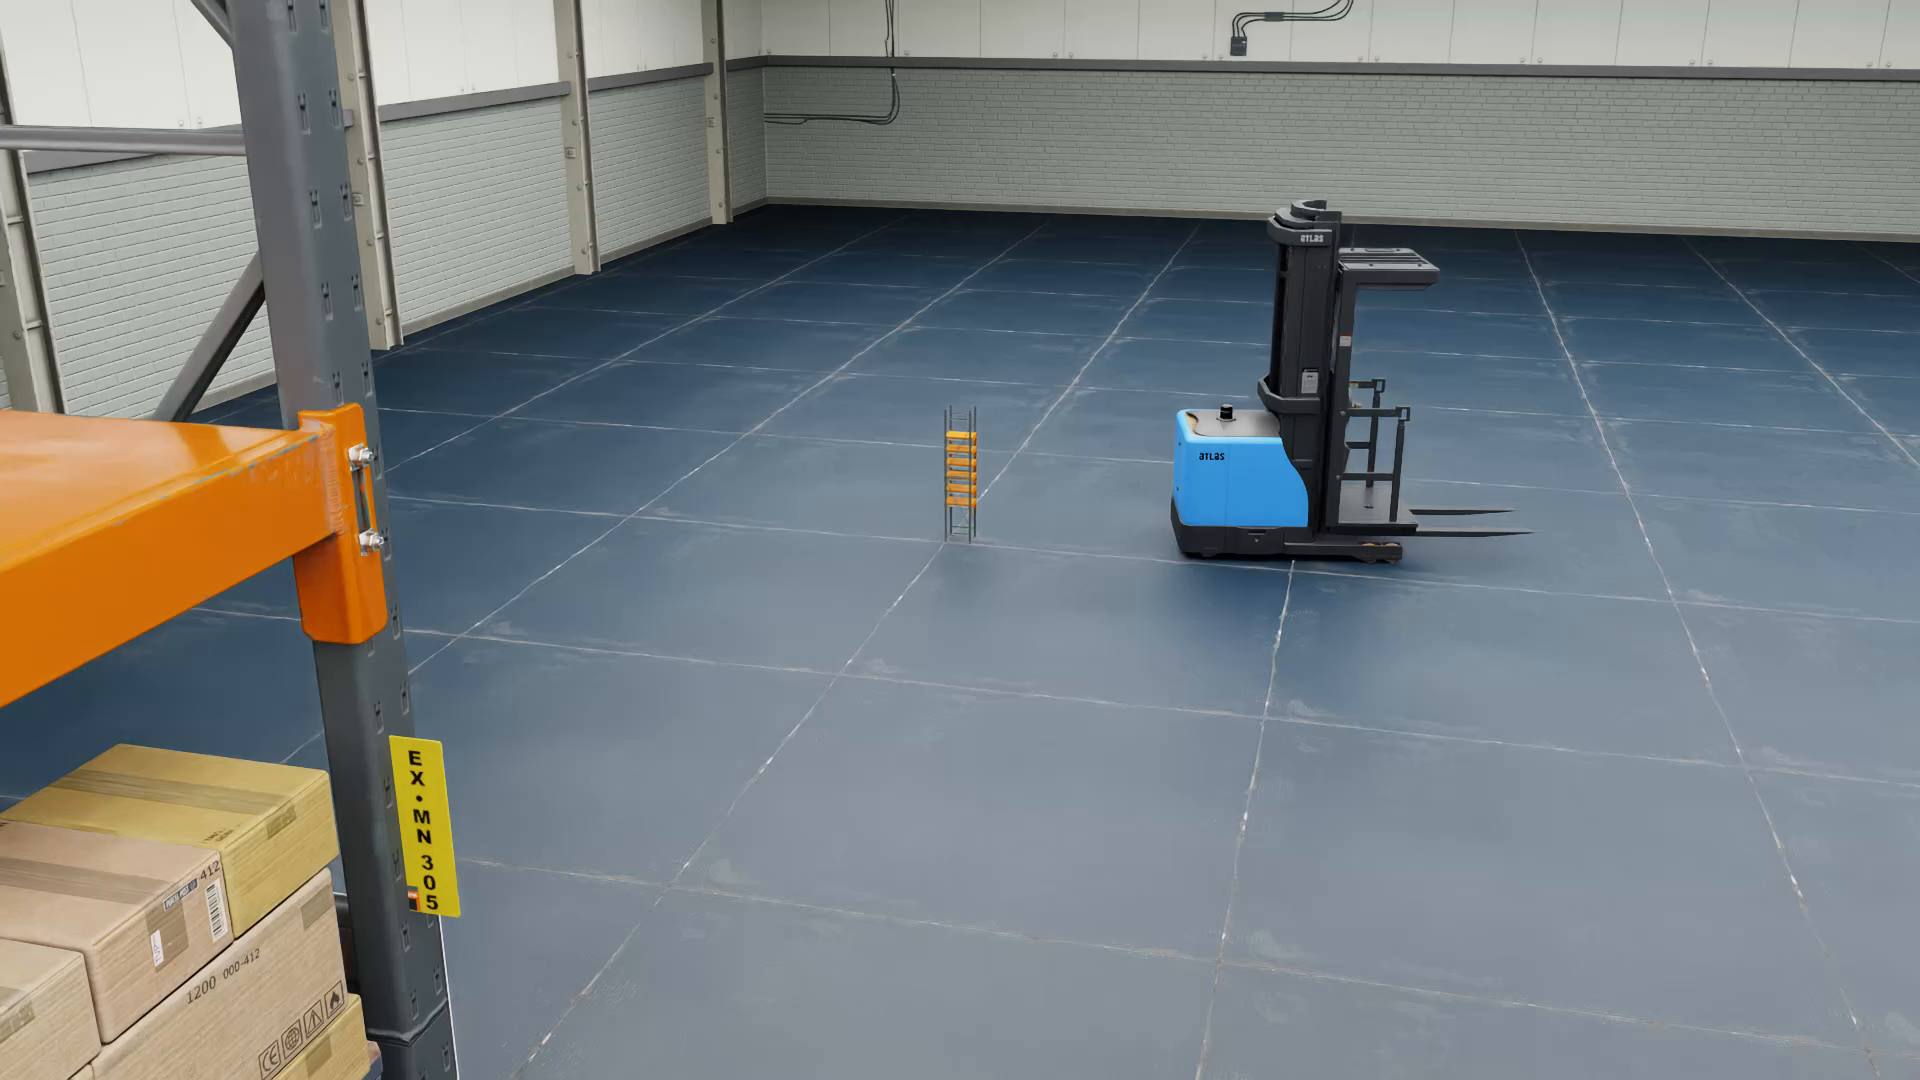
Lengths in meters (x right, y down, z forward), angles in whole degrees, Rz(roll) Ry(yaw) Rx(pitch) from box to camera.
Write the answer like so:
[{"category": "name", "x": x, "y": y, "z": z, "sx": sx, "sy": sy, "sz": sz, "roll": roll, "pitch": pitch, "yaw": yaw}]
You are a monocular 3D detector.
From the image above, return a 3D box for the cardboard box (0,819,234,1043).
[{"category": "cardboard box", "x": -1.229, "y": 0.518, "z": 2.241, "sx": 0.380, "sy": 0.149, "sz": 0.250, "roll": 5, "pitch": 19, "yaw": 14}]

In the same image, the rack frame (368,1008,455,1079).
[{"category": "rack frame", "x": -1.414, "y": 2.231, "z": 3.514, "sx": 1.000, "sy": 3.000, "sz": 0.127, "roll": 5, "pitch": 19, "yaw": 13}]

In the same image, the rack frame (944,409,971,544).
[{"category": "rack frame", "x": -0.019, "y": -0.544, "z": 14.423, "sx": 0.240, "sy": 1.200, "sz": 0.006, "roll": 5, "pitch": 19, "yaw": 13}]

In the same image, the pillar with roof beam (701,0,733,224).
[{"category": "pillar with roof beam", "x": -0.592, "y": -10.274, "z": 30.844, "sx": 9.100, "sy": 9.000, "sz": 0.400, "roll": 5, "pitch": 19, "yaw": 13}]

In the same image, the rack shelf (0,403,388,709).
[{"category": "rack shelf", "x": -1.902, "y": 0.549, "z": 0.890, "sx": 1.077, "sy": 0.370, "sz": 4.000, "roll": 5, "pitch": 19, "yaw": 13}]

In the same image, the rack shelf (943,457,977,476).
[{"category": "rack shelf", "x": 0.004, "y": -0.644, "z": 14.482, "sx": 0.258, "sy": 0.103, "sz": 0.180, "roll": 5, "pitch": 19, "yaw": 13}]

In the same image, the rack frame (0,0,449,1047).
[{"category": "rack frame", "x": -1.414, "y": -0.608, "z": 2.544, "sx": 1.000, "sy": 3.000, "sz": 0.127, "roll": 5, "pitch": 19, "yaw": 13}]

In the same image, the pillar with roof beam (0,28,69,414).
[{"category": "pillar with roof beam", "x": -4.990, "y": -4.632, "z": 14.326, "sx": 9.100, "sy": 9.000, "sz": 0.400, "roll": 5, "pitch": 19, "yaw": 13}]

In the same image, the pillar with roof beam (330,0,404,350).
[{"category": "pillar with roof beam", "x": -3.524, "y": -6.512, "z": 19.832, "sx": 9.100, "sy": 9.000, "sz": 0.400, "roll": 5, "pitch": 19, "yaw": 13}]

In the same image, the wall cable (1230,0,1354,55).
[{"category": "wall cable", "x": 6.437, "y": -12.287, "z": 31.477, "sx": 2.305, "sy": 6.003, "sz": 0.169, "roll": 5, "pitch": 19, "yaw": 13}]

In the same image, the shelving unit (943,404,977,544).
[{"category": "shelving unit", "x": 0.004, "y": -0.572, "z": 14.507, "sx": 0.258, "sy": 1.200, "sz": 0.189, "roll": 5, "pitch": 19, "yaw": 13}]

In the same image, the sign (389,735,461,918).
[{"category": "sign", "x": -0.891, "y": 0.478, "z": 2.761, "sx": 0.100, "sy": 0.325, "sz": 0.005, "roll": 5, "pitch": 19, "yaw": 13}]

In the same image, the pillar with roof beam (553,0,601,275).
[{"category": "pillar with roof beam", "x": -2.058, "y": -8.393, "z": 25.338, "sx": 9.100, "sy": 9.000, "sz": 0.400, "roll": 5, "pitch": 19, "yaw": 13}]

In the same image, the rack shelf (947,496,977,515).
[{"category": "rack shelf", "x": 0.004, "y": -0.303, "z": 14.599, "sx": 0.258, "sy": 0.103, "sz": 0.180, "roll": 5, "pitch": 19, "yaw": 13}]

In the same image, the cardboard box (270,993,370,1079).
[{"category": "cardboard box", "x": -1.166, "y": 0.816, "z": 2.602, "sx": 0.380, "sy": 0.149, "sz": 0.250, "roll": 5, "pitch": 19, "yaw": 13}]

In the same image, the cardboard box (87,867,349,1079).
[{"category": "cardboard box", "x": -1.262, "y": 0.672, "z": 2.408, "sx": 0.500, "sy": 0.250, "sz": 0.500, "roll": 5, "pitch": 19, "yaw": 14}]

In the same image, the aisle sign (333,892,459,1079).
[{"category": "aisle sign", "x": -1.105, "y": 1.003, "z": 3.090, "sx": 0.394, "sy": 0.787, "sz": 0.004, "roll": 5, "pitch": 19, "yaw": 13}]

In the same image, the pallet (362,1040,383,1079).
[{"category": "pallet", "x": -1.585, "y": 1.087, "z": 2.360, "sx": 1.003, "sy": 0.211, "sz": 1.213, "roll": 5, "pitch": 19, "yaw": 13}]

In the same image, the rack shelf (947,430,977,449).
[{"category": "rack shelf", "x": 0.004, "y": -0.871, "z": 14.405, "sx": 0.258, "sy": 0.103, "sz": 0.180, "roll": 5, "pitch": 19, "yaw": 13}]

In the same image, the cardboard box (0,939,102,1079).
[{"category": "cardboard box", "x": -1.292, "y": 0.598, "z": 2.005, "sx": 0.380, "sy": 0.149, "sz": 0.250, "roll": 5, "pitch": 19, "yaw": 14}]

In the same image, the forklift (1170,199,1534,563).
[{"category": "forklift", "x": 3.405, "y": -1.367, "z": 14.155, "sx": 3.031, "sy": 2.935, "sz": 1.130, "roll": 1, "pitch": 19, "yaw": 2}]

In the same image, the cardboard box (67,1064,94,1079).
[{"category": "cardboard box", "x": -1.385, "y": 0.828, "z": 1.949, "sx": 0.500, "sy": 0.250, "sz": 0.500, "roll": 5, "pitch": 19, "yaw": 13}]

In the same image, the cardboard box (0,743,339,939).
[{"category": "cardboard box", "x": -1.167, "y": 0.440, "z": 2.469, "sx": 0.380, "sy": 0.149, "sz": 0.250, "roll": 5, "pitch": 19, "yaw": 14}]

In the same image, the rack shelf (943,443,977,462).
[{"category": "rack shelf", "x": 0.004, "y": -0.757, "z": 14.444, "sx": 0.258, "sy": 0.103, "sz": 0.180, "roll": 5, "pitch": 19, "yaw": 13}]

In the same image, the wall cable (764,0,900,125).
[{"category": "wall cable", "x": -2.765, "y": -9.963, "z": 34.739, "sx": 3.097, "sy": 2.526, "sz": 0.112, "roll": 5, "pitch": 19, "yaw": 13}]

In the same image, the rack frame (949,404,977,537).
[{"category": "rack frame", "x": 0.026, "y": -0.601, "z": 14.591, "sx": 0.240, "sy": 1.200, "sz": 0.006, "roll": 5, "pitch": 19, "yaw": 13}]

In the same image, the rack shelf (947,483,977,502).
[{"category": "rack shelf", "x": 0.004, "y": -0.417, "z": 14.560, "sx": 0.258, "sy": 0.103, "sz": 0.180, "roll": 5, "pitch": 19, "yaw": 13}]

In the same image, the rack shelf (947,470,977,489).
[{"category": "rack shelf", "x": 0.004, "y": -0.530, "z": 14.521, "sx": 0.258, "sy": 0.103, "sz": 0.180, "roll": 5, "pitch": 19, "yaw": 13}]
